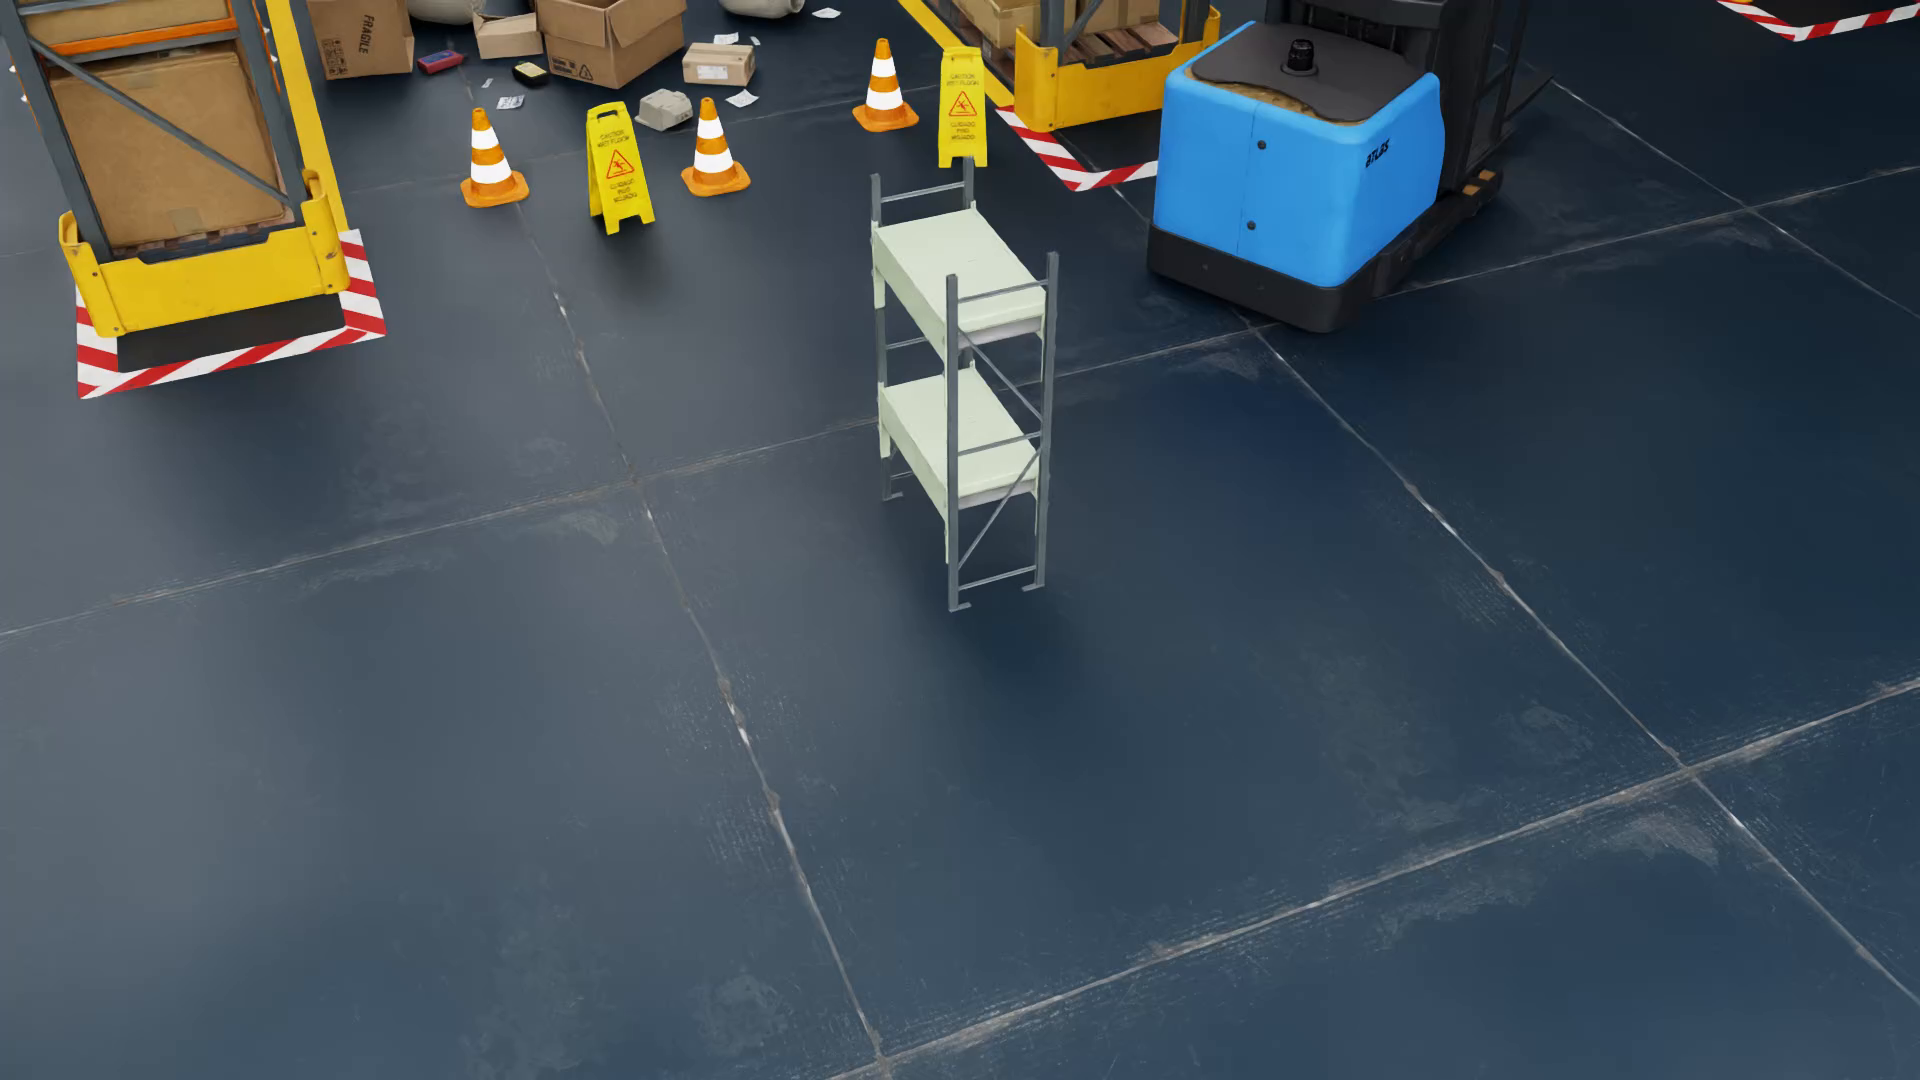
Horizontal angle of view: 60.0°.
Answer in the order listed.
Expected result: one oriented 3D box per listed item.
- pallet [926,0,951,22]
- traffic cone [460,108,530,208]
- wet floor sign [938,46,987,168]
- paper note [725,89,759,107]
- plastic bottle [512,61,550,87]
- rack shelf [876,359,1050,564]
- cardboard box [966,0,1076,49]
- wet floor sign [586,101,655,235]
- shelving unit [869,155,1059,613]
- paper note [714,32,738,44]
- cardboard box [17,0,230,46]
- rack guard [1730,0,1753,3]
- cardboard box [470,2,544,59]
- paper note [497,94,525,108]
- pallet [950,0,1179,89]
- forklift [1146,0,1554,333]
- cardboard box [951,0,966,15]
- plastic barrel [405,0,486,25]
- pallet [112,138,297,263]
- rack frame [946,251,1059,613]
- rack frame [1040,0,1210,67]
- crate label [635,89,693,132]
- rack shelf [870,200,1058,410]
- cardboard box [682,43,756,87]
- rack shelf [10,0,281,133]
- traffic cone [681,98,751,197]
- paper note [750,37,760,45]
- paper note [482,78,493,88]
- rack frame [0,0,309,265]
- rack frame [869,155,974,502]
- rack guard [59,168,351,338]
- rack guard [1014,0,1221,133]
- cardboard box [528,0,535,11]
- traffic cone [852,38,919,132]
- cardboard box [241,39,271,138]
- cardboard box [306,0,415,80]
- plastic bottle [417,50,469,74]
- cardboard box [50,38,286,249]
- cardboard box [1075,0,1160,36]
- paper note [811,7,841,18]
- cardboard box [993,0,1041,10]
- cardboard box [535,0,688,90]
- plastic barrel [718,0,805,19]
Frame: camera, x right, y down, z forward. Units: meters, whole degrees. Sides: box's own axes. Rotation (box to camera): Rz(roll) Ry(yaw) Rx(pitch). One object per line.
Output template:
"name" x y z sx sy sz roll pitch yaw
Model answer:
"pallet" 0.157 -3.860 11.077 1.003 0.211 1.213 -15 43 -17
"traffic cone" -2.498 -2.056 8.786 0.336 0.463 0.334 -15 43 -17
"wet floor sign" 0.012 -2.365 9.006 0.267 0.644 0.232 -2 41 -2
"paper note" -1.273 -2.587 9.734 0.148 0.019 0.142 -31 49 -31
"plastic bottle" -2.589 -2.799 9.958 0.133 0.061 0.283 -31 49 -31
"rack shelf" 0.003 -0.317 6.469 0.431 0.370 0.720 -15 43 -17
"cardboard box" 0.361 -3.190 9.946 0.500 0.250 0.500 -15 43 -17
"wet floor sign" -1.767 -1.928 8.497 0.267 0.644 0.232 -23 46 -24
"shelving unit" 0.003 -0.565 6.256 0.431 1.500 0.755 -15 43 -17
"paper note" -1.460 -3.131 10.377 0.148 0.019 0.142 -2 41 -2
"cardboard box" -3.791 -2.613 7.373 0.875 0.550 0.550 -15 43 -17
"rack guard" 5.521 -3.918 10.922 1.175 0.500 0.348 -15 43 -17
"cardboard box" -2.778 -3.141 10.199 0.396 0.266 0.258 -8 41 -9
"paper note" -2.622 -2.560 9.705 0.144 0.017 0.142 -2 41 -2
"pallet" 0.620 -3.126 10.223 1.003 0.211 1.213 -15 43 -17
"forklift" 2.220 -2.984 7.972 1.130 2.935 3.031 27 47 28
"cardboard box" 0.179 -3.490 10.295 0.500 0.250 0.500 -15 43 -17
"plastic barrel" -3.286 -3.476 10.467 0.512 0.421 0.421 12 42 13
"pallet" -3.985 -1.748 8.621 1.003 0.211 1.213 -15 43 -17
"rack frame" 0.143 -0.344 6.000 0.400 1.500 0.023 -15 43 -17
"rack frame" 0.928 -3.639 8.682 1.000 3.000 0.127 -15 43 -17
"crate label" -1.682 -2.468 9.515 0.298 0.136 0.250 27 47 27
"rack shelf" 0.003 -0.861 6.002 0.431 0.370 0.720 -15 43 -17
"cardboard box" -1.440 -2.844 9.943 0.380 0.149 0.250 5 41 6
"rack shelf" -4.372 -3.276 8.810 1.077 0.370 4.000 -15 43 -17
"traffic cone" -1.324 -2.133 8.876 0.336 0.463 0.334 -15 43 -17
"paper note" -1.275 -3.111 10.360 0.032 0.001 0.123 -15 43 -17
"paper note" -2.815 -2.723 9.909 0.032 0.001 0.123 5 41 6
"rack frame" -3.607 -2.344 7.175 1.000 3.000 0.127 -15 43 -17
"rack frame" -0.137 -0.785 6.513 0.400 1.500 0.023 -15 43 -17
"rack guard" -3.598 -1.381 7.973 1.175 0.500 0.348 -15 43 -17
"rack guard" 0.899 -2.737 9.550 1.175 0.500 0.348 -15 43 -17
"cardboard box" -2.449 -3.732 10.600 0.797 0.637 0.503 -15 43 -17
"traffic cone" -0.429 -2.615 9.436 0.336 0.463 0.334 -15 43 -17
"cardboard box" -4.266 -2.619 8.802 0.875 0.875 0.875 -16 43 -18
"cardboard box" -3.595 -3.127 10.001 0.500 0.500 0.500 -8 41 -9
"plastic bottle" -3.134 -2.910 10.087 0.283 0.061 0.133 -31 49 -31
"cardboard box" -3.928 -2.089 8.187 0.875 0.875 0.875 -15 43 -17
"cardboard box" 0.874 -3.311 10.087 0.500 0.250 0.500 -15 43 -17
"paper note" -0.852 -3.382 10.659 0.142 0.019 0.148 -31 49 -31
"cardboard box" 0.380 -3.458 9.682 0.500 0.500 0.500 -15 43 -17
"cardboard box" -2.084 -3.119 9.992 0.637 0.503 0.797 19 44 20
"plastic barrel" -1.261 -3.529 10.529 0.512 0.421 0.421 12 42 13
